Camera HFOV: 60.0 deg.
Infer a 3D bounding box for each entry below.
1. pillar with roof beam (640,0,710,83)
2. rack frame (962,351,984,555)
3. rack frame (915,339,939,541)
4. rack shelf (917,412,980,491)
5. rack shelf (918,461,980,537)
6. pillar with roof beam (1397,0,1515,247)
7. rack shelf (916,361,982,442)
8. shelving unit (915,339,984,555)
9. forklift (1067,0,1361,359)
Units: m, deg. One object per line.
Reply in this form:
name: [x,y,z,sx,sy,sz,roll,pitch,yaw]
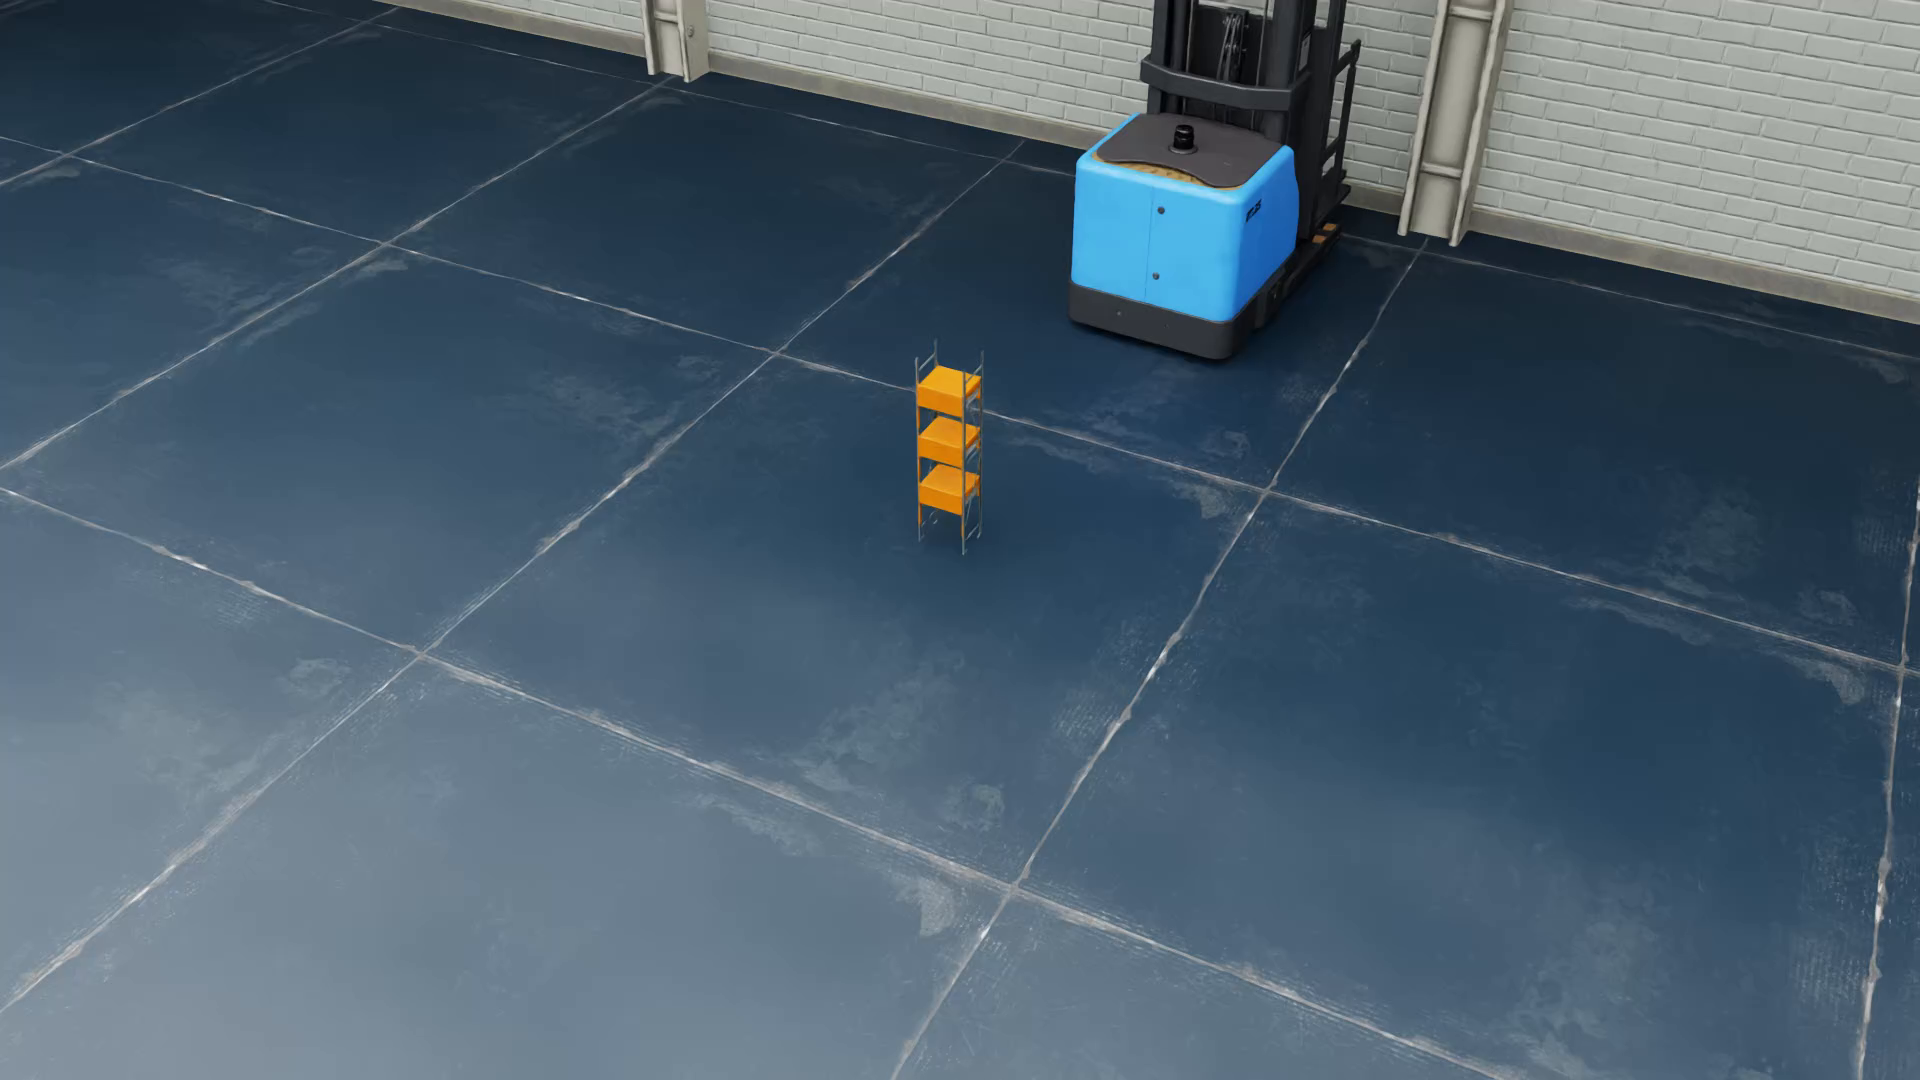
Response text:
pillar with roof beam: [-4.194,-4.977,7.383,0.400,9.000,9.100,17,41,21]
rack frame: [0.061,-0.399,7.927,0.008,1.050,0.200,17,41,21]
rack frame: [-0.156,-0.467,8.017,0.008,1.050,0.200,17,41,21]
rack shelf: [-0.048,-0.425,7.978,0.240,0.259,0.215,17,41,21]
rack shelf: [-0.048,-0.203,8.146,0.240,0.259,0.215,17,41,21]
pillar with roof beam: [1.134,-3.308,5.185,0.400,9.000,9.100,17,41,21]
rack shelf: [-0.048,-0.651,7.807,0.240,0.259,0.215,17,41,21]
shelving unit: [-0.048,-0.433,7.972,0.252,1.050,0.215,17,41,21]
forklift: [1.809,-3.070,9.891,1.130,2.935,3.031,19,41,23]
